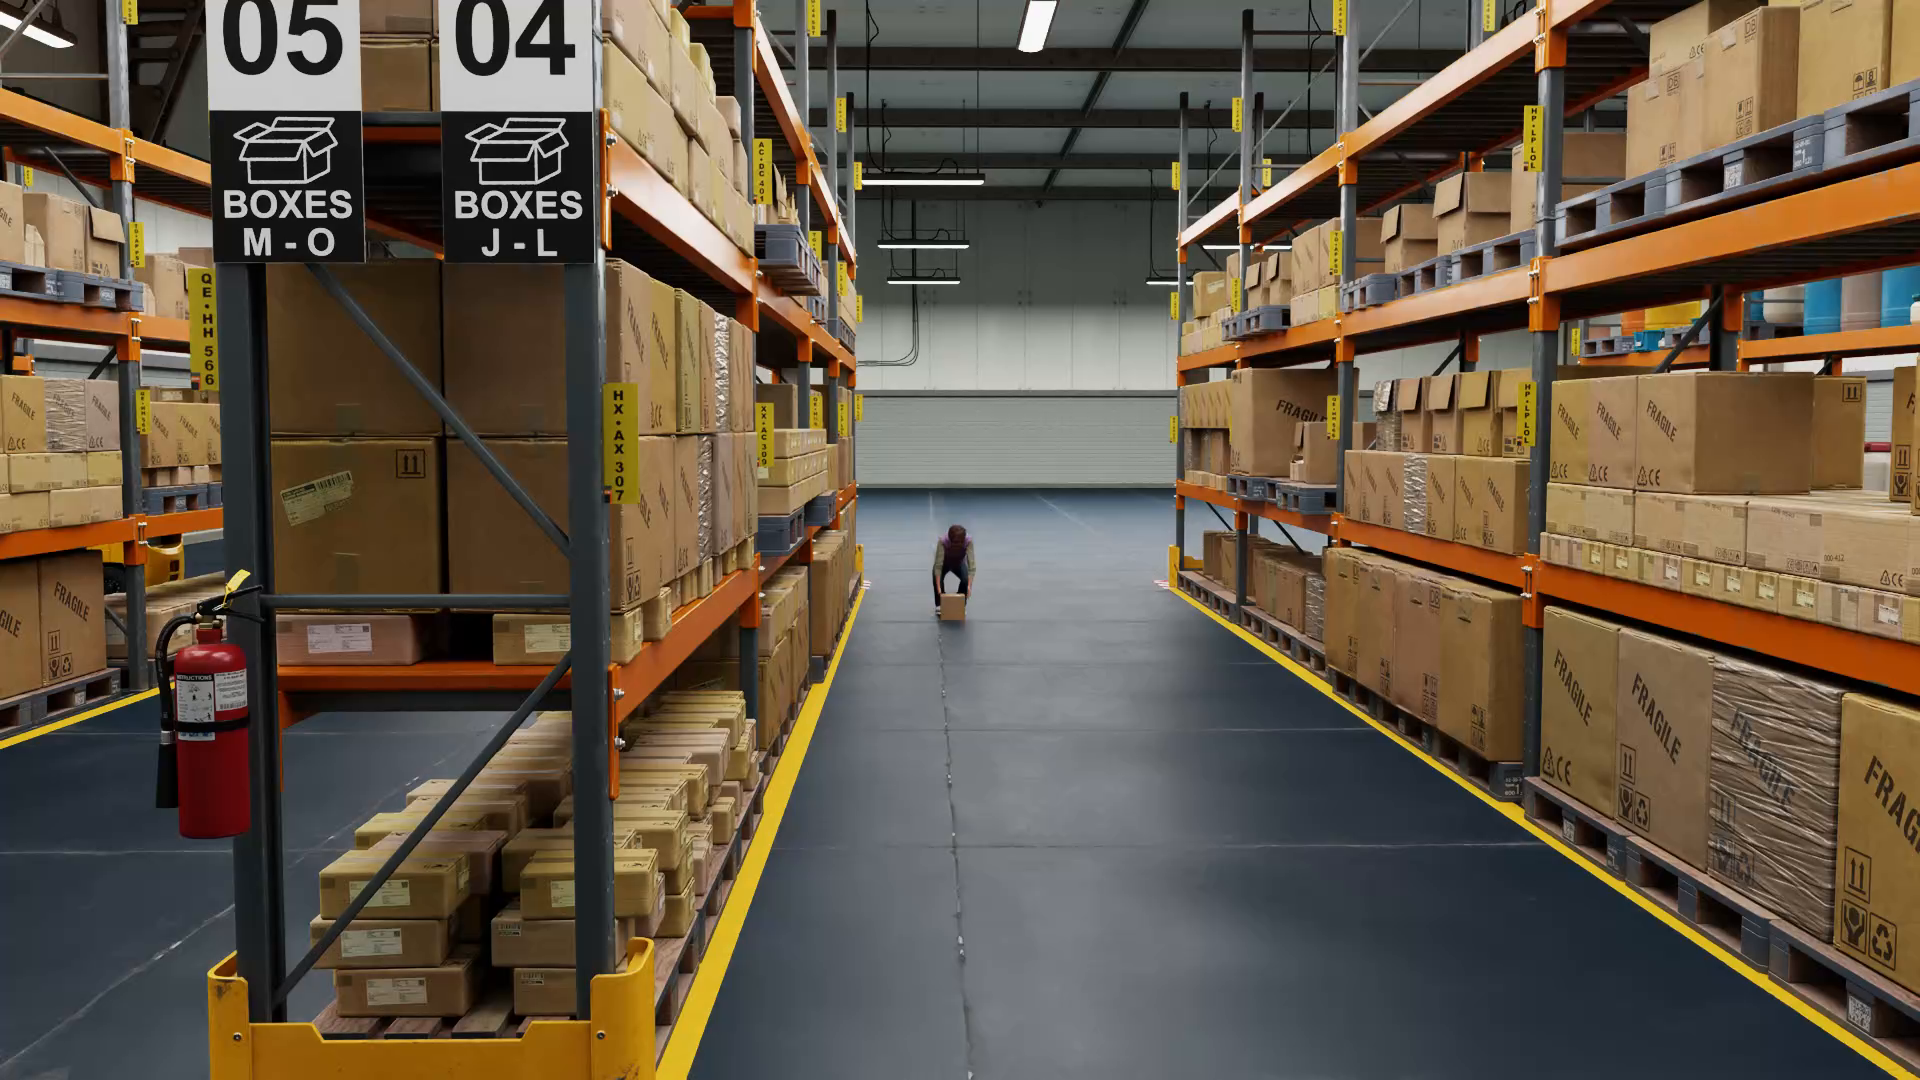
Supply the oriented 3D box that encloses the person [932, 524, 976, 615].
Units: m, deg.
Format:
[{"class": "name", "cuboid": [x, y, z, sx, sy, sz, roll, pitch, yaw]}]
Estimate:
[{"class": "person", "cuboid": [-0.066, 0.309, 17.369, 0.454, 0.963, 0.779, 0, 4, -1]}]
